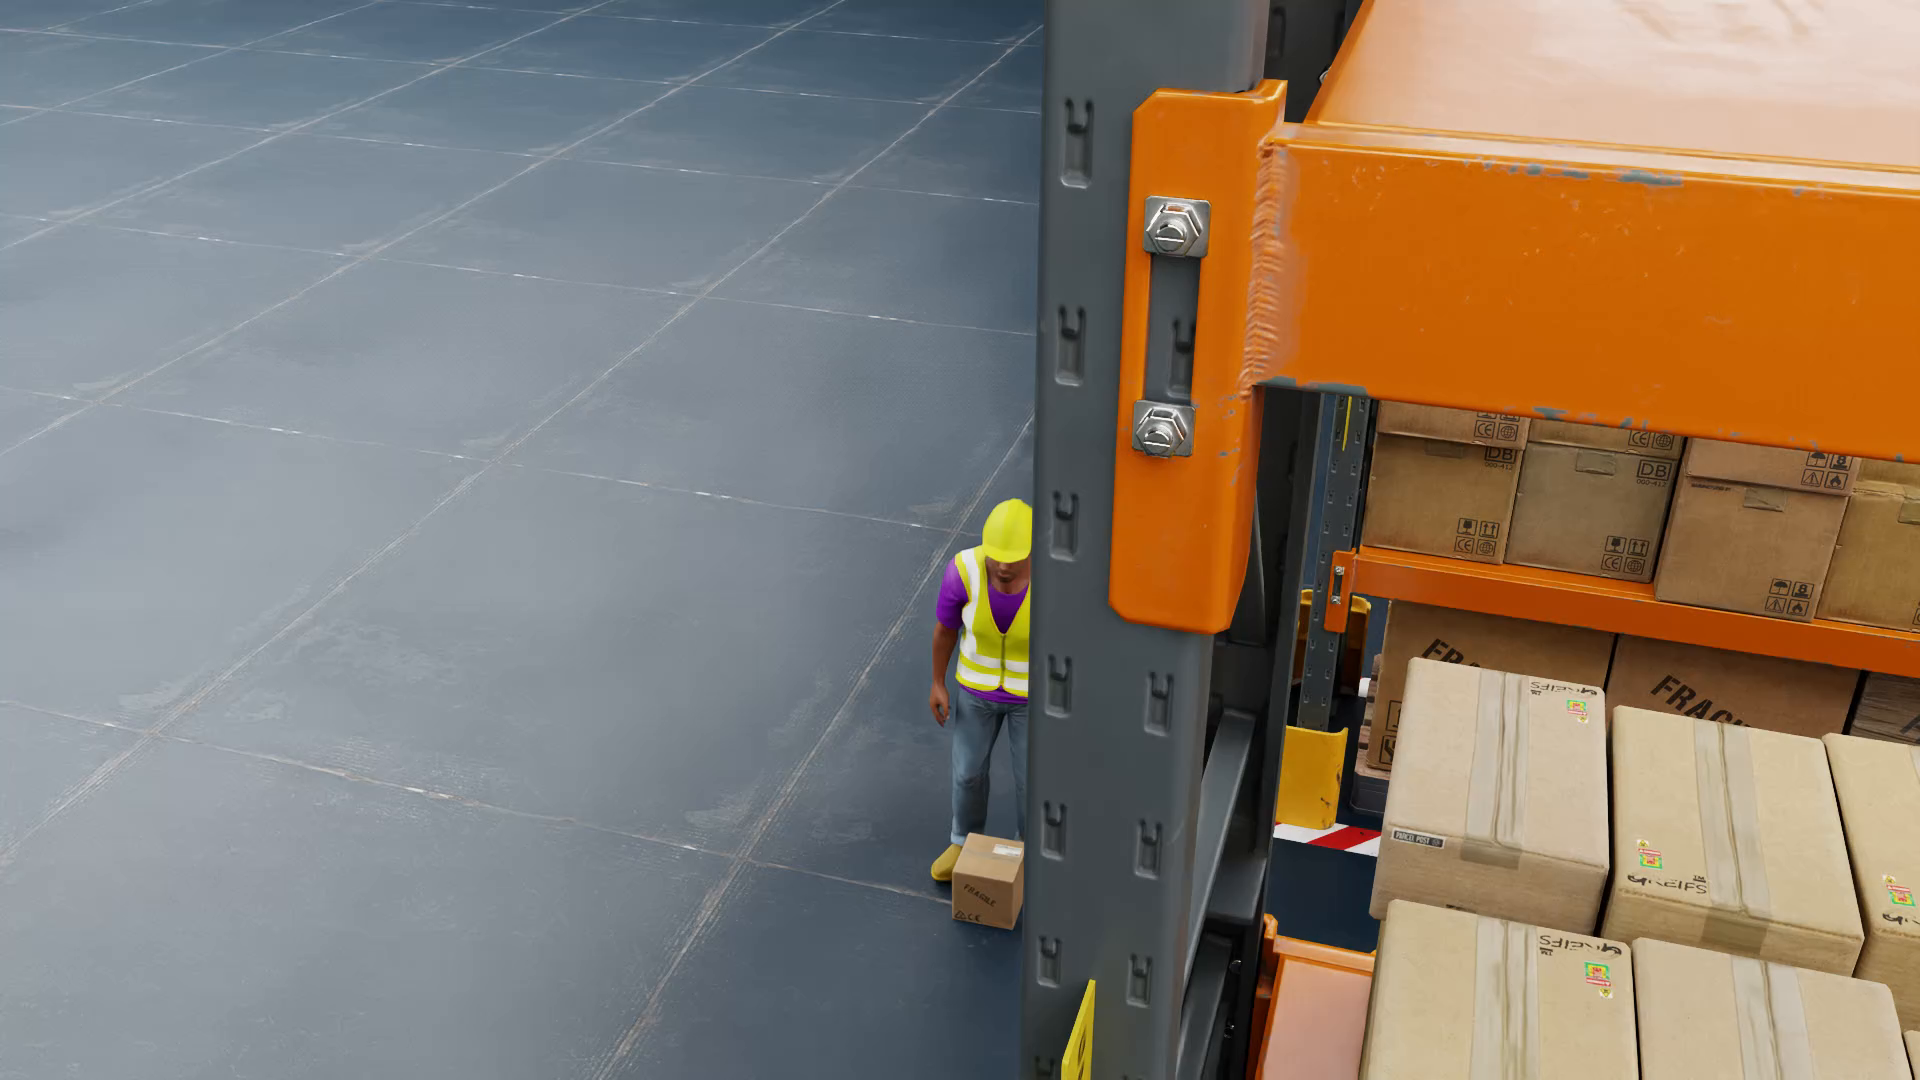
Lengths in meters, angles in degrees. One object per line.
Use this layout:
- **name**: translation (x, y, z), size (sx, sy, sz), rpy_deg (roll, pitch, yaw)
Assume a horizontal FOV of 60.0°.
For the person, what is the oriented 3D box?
- **person**: translation (0.182, 0.604, 6.521), size (0.619, 1.759, 0.461), rpy_deg (7, 30, 13)
